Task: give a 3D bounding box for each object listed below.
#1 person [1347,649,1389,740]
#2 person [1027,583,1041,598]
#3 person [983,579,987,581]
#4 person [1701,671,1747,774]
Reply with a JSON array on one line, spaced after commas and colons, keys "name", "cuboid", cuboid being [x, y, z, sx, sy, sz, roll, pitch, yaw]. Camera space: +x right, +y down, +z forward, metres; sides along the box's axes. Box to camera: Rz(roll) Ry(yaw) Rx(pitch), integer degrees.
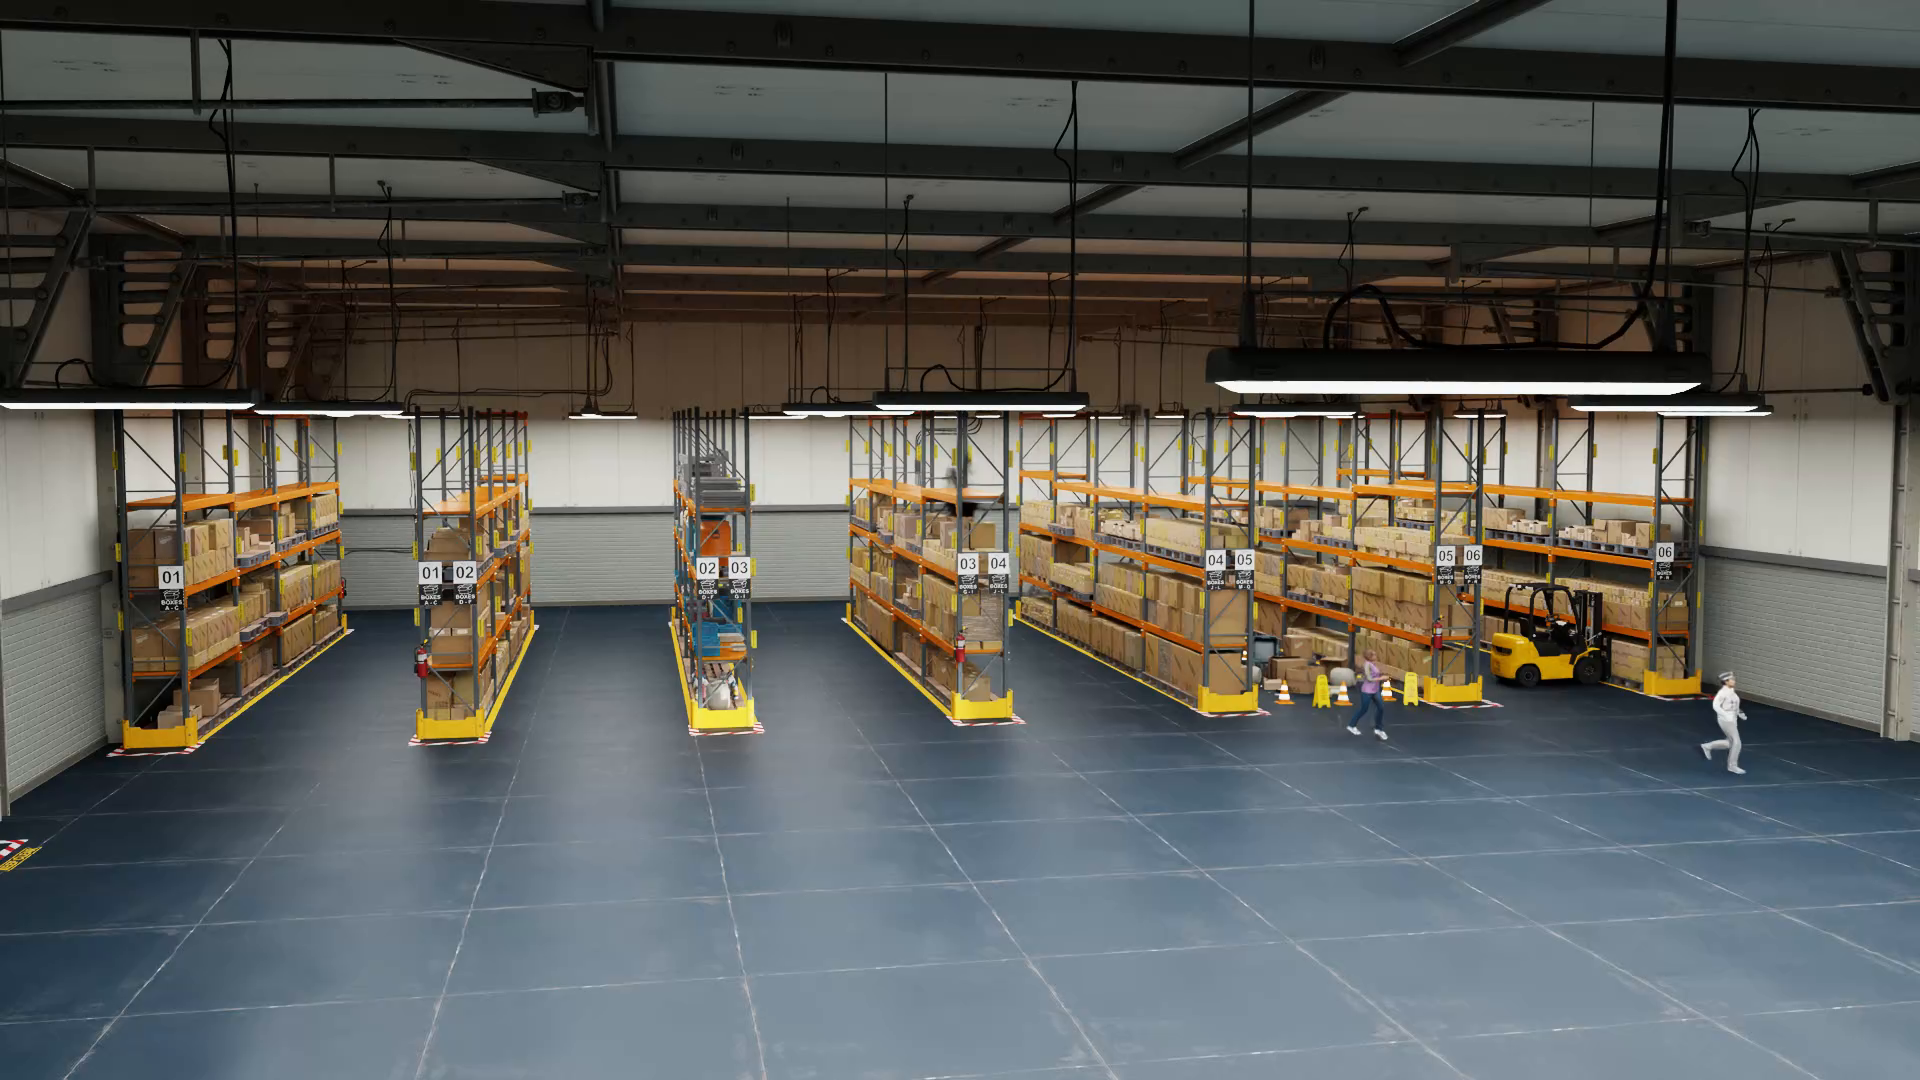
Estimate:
[{"name": "person", "cuboid": [7.388, 2.776, 30.058, 0.741, 1.638, 0.507, 3, 5, 36]}, {"name": "person", "cuboid": [2.268, 1.314, 50.004, 0.821, 1.749, 0.701, 1, 4, 19]}, {"name": "person", "cuboid": [0.455, 1.483, 48.276, 0.685, 1.632, 0.525, 1, 4, 14]}, {"name": "person", "cuboid": [12.516, 2.971, 27.237, 0.709, 1.672, 0.618, 3, 5, 37]}]
